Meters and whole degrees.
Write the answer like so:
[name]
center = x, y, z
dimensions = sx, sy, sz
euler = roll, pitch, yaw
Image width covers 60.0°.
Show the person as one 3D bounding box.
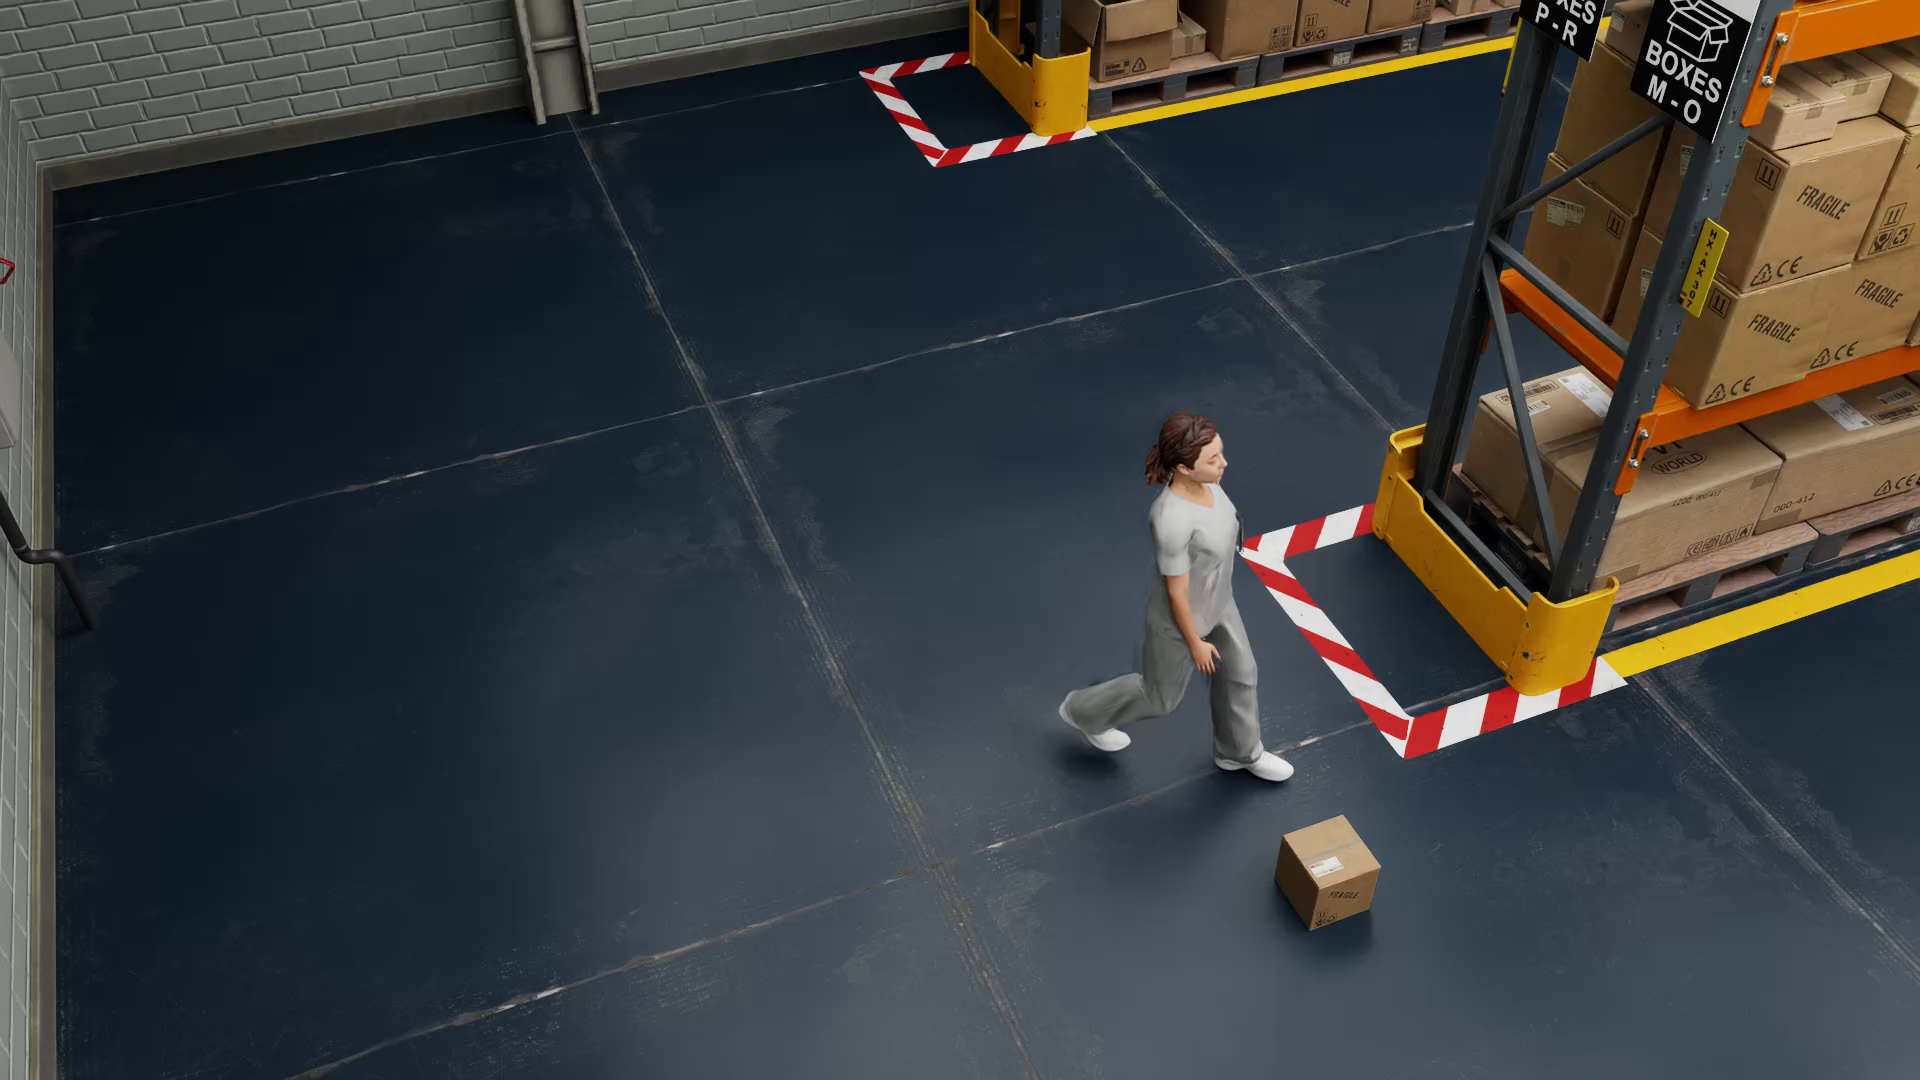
[person]
center = 0.817, 0.245, 5.895
dimensions = 0.900, 1.634, 0.449
euler = 19, 45, 19
